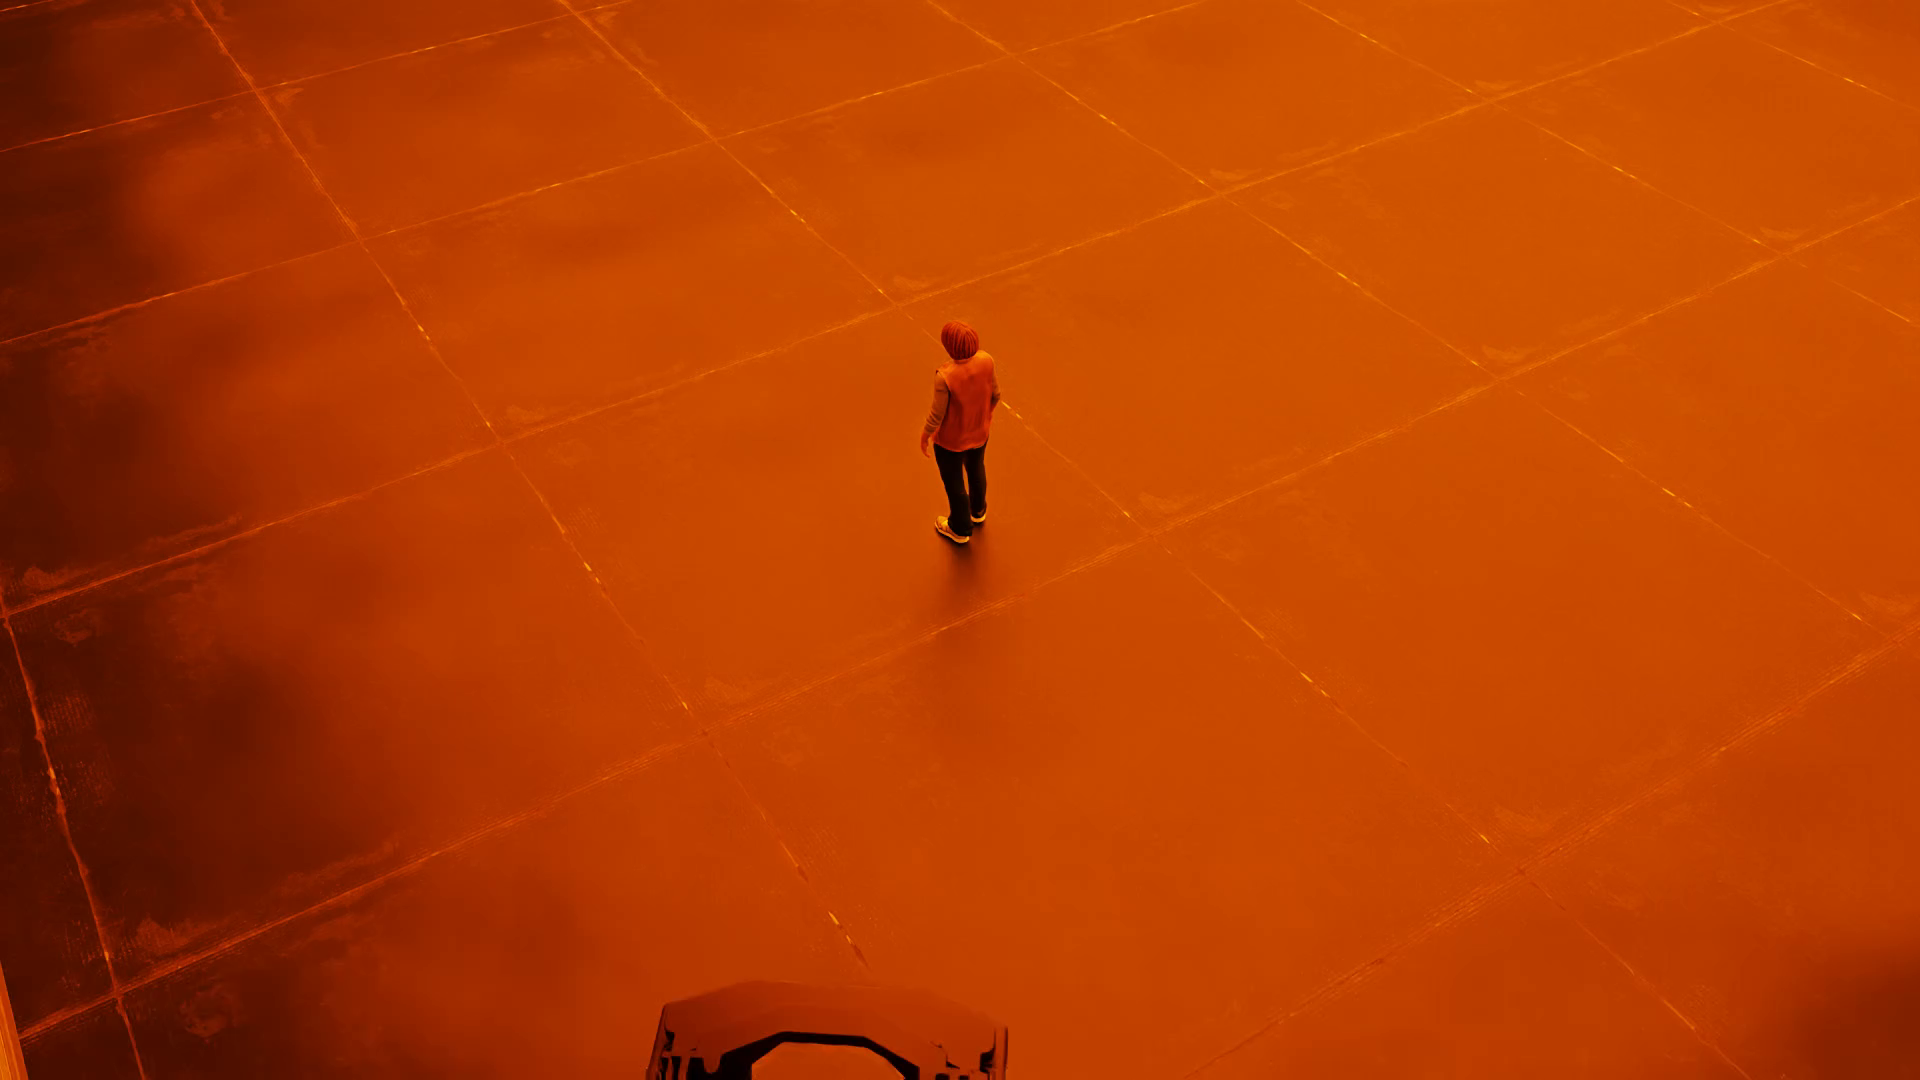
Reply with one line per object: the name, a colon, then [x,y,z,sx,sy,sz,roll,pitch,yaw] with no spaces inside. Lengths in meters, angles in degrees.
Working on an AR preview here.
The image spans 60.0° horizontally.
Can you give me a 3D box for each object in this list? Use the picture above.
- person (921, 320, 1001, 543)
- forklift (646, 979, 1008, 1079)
person: [-0.028,-0.653,9.621,0.520,1.599,0.473,-23,46,-24]
forklift: [-0.387,2.735,4.741,1.130,2.935,3.031,3,41,3]
